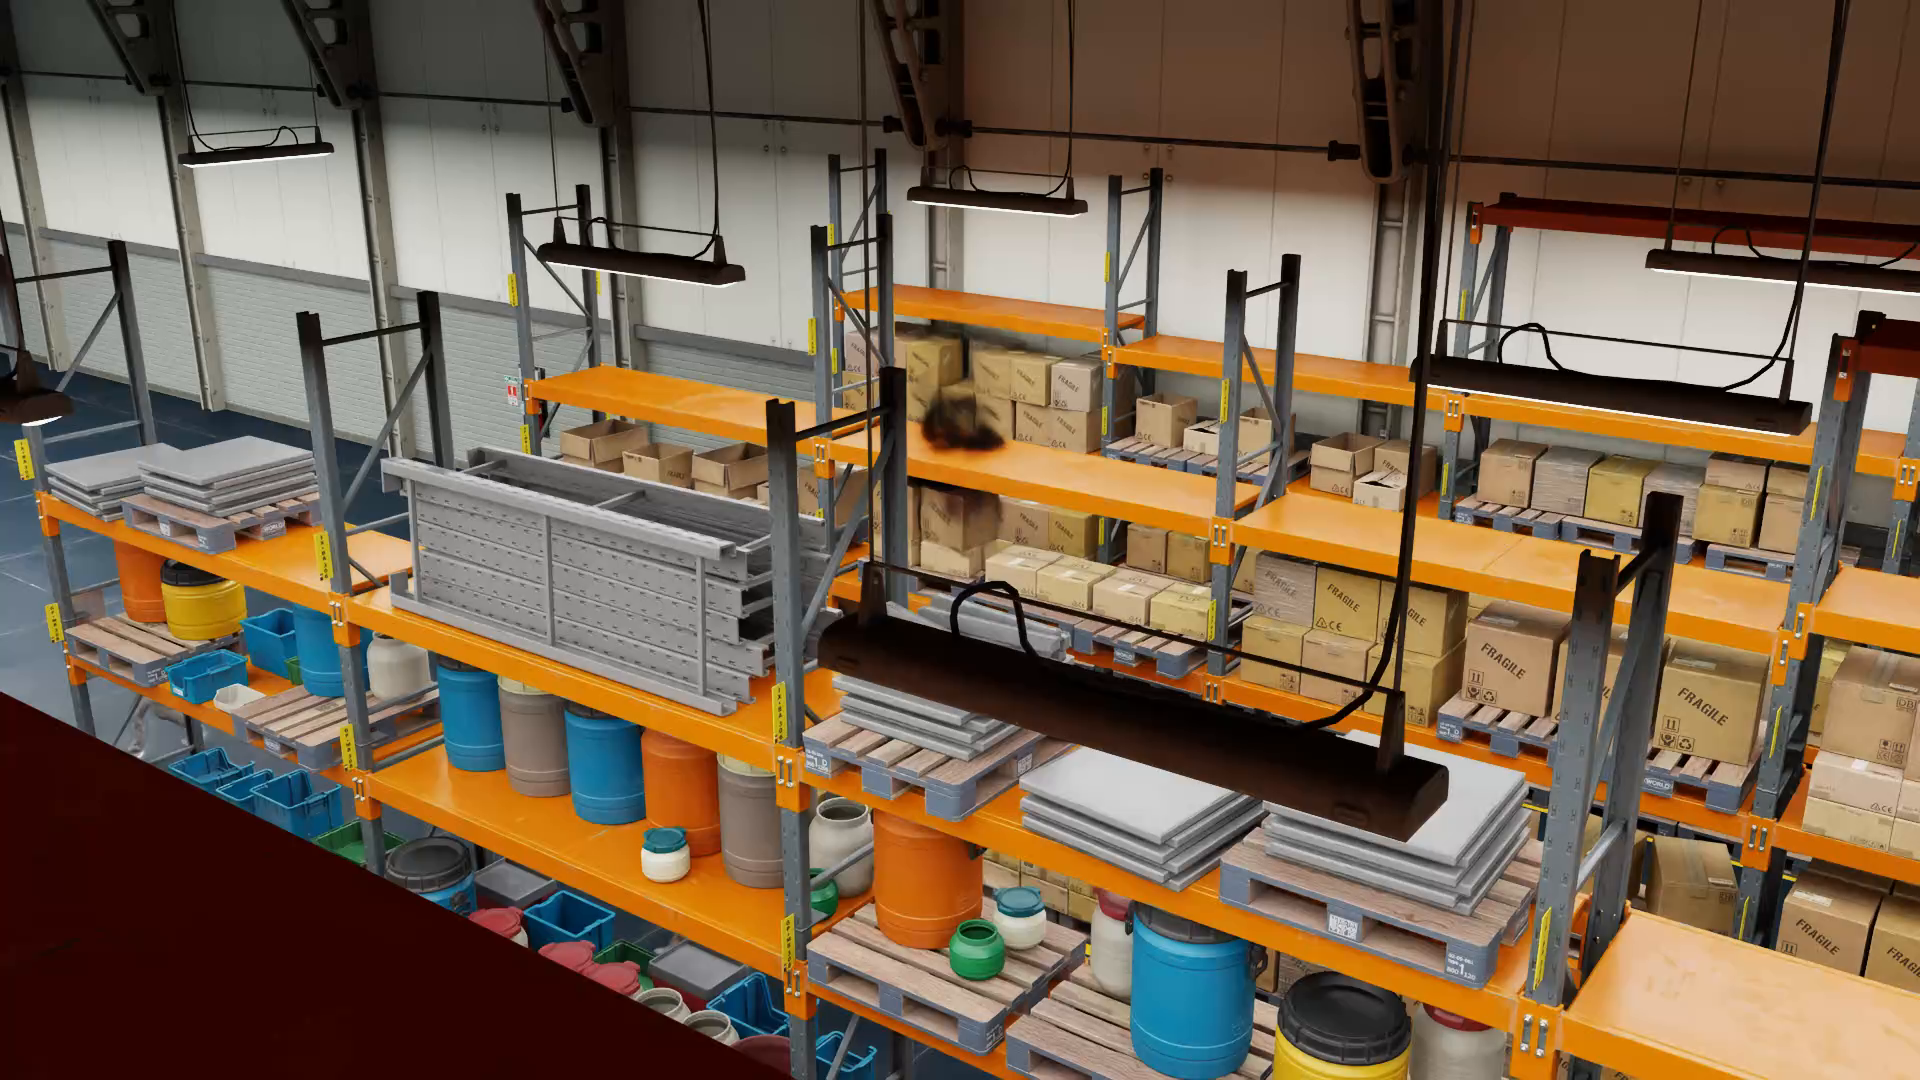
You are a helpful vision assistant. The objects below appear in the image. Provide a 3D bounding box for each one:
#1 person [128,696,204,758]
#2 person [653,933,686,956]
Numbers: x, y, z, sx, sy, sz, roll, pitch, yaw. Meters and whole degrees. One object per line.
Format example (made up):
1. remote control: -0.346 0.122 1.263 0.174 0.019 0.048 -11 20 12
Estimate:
1. person: -8.663 1.595 17.832 0.868 1.610 0.548 -7 20 -21
2. person: -2.210 2.838 13.852 0.989 1.716 0.662 7 20 21
